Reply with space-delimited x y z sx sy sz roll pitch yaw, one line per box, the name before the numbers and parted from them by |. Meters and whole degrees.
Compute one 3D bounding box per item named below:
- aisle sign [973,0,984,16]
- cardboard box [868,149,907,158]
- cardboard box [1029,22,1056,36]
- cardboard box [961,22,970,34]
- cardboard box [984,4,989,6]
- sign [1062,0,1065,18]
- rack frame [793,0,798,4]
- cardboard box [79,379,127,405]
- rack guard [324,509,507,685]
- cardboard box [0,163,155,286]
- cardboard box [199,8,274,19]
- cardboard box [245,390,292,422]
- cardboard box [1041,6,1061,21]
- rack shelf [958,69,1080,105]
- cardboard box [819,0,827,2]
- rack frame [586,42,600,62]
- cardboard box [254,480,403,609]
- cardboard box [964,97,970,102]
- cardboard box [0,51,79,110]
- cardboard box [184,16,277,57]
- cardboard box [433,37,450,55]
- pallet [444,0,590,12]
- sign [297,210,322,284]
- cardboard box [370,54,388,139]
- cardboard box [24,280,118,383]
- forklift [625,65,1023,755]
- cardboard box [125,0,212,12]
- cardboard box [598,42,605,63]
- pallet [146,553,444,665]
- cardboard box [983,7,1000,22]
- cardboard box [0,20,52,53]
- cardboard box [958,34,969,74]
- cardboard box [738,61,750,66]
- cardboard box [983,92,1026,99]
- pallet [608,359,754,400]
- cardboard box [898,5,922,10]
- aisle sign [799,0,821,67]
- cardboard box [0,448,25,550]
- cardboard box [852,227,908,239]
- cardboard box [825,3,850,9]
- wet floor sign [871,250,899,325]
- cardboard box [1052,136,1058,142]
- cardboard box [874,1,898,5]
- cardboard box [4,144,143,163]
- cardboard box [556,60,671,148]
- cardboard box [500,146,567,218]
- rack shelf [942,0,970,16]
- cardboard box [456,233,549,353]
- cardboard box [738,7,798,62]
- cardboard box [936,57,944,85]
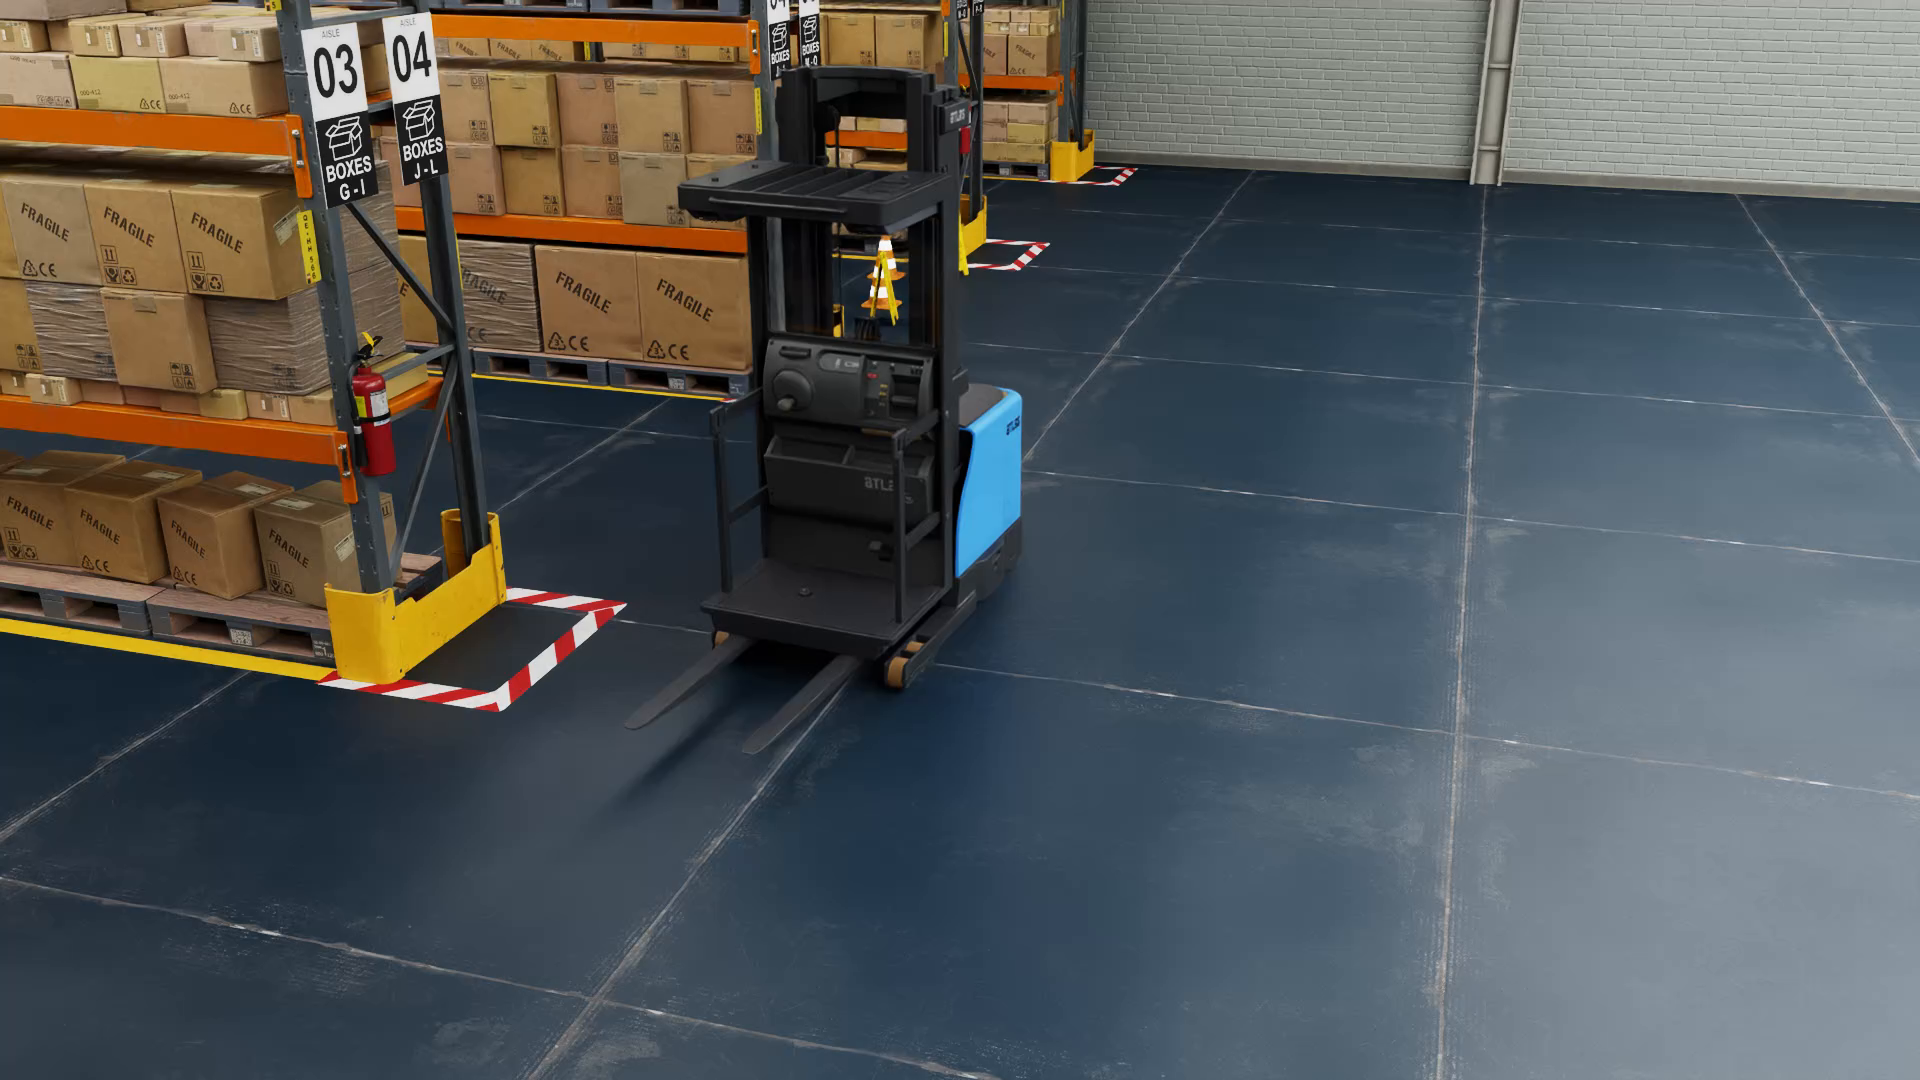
aisle sign | 0.191 -5.776 16.974 0.004 0.787 0.394 7 23 16
cardboard box | -0.673 -3.928 17.975 0.500 0.500 0.500 6 23 14
cardboard box | 1.060 -6.554 21.309 0.250 0.149 0.380 7 23 16
cardboard box | 0.073 -6.665 21.581 0.250 0.149 0.380 6 23 14
cardboard box | 0.223 -6.987 21.973 0.250 0.149 0.380 7 23 17
sign | 1.303 -6.721 20.865 0.005 0.325 0.100 7 23 16
rack frame | -2.357 -6.710 22.676 0.127 3.000 1.000 7 23 16
cardboard box | -4.354 -0.838 8.692 0.250 0.149 0.380 7 23 16
rack guard | -2.893 0.281 8.926 0.348 0.500 1.175 7 23 16
cardboard box | -4.376 -1.593 8.359 0.500 0.500 0.500 7 23 16
cardboard box | -3.514 -2.531 8.207 0.250 0.149 0.380 6 23 15
cardboard box | -3.392 -0.735 8.440 0.250 0.149 0.380 7 23 16
cardboard box | 1.213 -6.870 21.687 0.250 0.149 0.380 6 23 14
rack shelf | -0.442 -6.158 22.278 4.000 0.370 1.077 7 23 16
cardboard box | -1.964 -7.269 22.659 0.250 0.149 0.380 7 23 16
rack frame | -3.787 -4.906 18.278 0.127 3.000 1.000 7 23 16
cardboard box | -3.413 0.021 9.008 0.500 0.500 0.500 11 25 25
cardboard box | -0.035 -5.699 21.963 0.500 0.250 0.500 7 23 16
cardboard box | -4.322 -2.259 8.070 0.500 0.250 0.500 7 23 17
cardboard box | -3.391 -2.358 7.786 0.250 0.149 0.380 6 23 14
cardboard box | -5.765 -5.421 18.457 0.500 0.500 0.500 6 23 13
pallet | -3.176 -4.215 12.758 1.213 0.211 1.003 7 23 16
sign | -2.999 -1.350 7.665 0.005 0.325 0.100 7 23 16
cardboard box | -4.777 -3.613 13.504 0.550 0.550 0.875 7 23 16
cardboard box | -4.318 -1.203 8.726 0.500 0.500 0.875 7 23 16
forklift | -0.655 -0.779 8.307 1.130 2.935 3.031 9 24 20
cardboard box | -4.163 -2.931 8.328 0.500 0.500 0.500 6 23 15
cardboard box | -4.153 -5.440 18.502 0.500 0.500 0.500 7 23 17
pallet | -3.660 0.313 9.229 1.213 0.211 1.003 7 23 16
cardboard box | 0.349 -6.807 21.534 0.250 0.149 0.380 7 23 16
cardboard box | -4.419 -2.432 7.967 0.250 0.149 0.380 5 23 13
cardboard box | -0.059 -6.393 21.770 0.500 0.500 0.500 6 23 14
cardboard box | -1.992 -4.786 17.462 0.500 0.500 0.500 7 23 16
cardboard box | 0.588 -5.831 22.285 0.500 0.250 0.500 7 23 16
pallet | -2.079 -1.427 13.471 1.213 0.211 1.003 7 23 15
cardboard box | -0.637 -6.918 21.804 0.250 0.149 0.380 7 23 16
aisle sign | -1.136 -3.962 12.551 0.004 0.787 0.394 7 23 16
cardboard box | -5.728 -0.225 9.606 0.500 0.500 0.500 15 27 32
cardboard box | -0.832 -3.383 17.635 0.500 0.250 0.500 6 23 15
cardboard box | -1.614 -7.031 22.079 0.250 0.149 0.380 6 23 15
wet floor sign | -0.691 -2.285 14.990 0.232 0.644 0.267 3 22 6
cardboard box | 1.059 -5.319 22.353 0.500 0.250 0.500 7 23 16
cardboard box | -0.978 -7.162 22.398 0.250 0.149 0.380 6 23 15
cardboard box | -4.704 -1.837 8.955 0.500 0.500 0.500 7 23 16
cardboard box | -2.685 -3.419 13.033 0.550 0.550 0.875 7 23 16
cardboard box | -3.211 -2.954 13.322 0.500 0.550 0.875 7 23 16
rack shelf | -1.872 -5.742 17.311 4.000 0.370 1.077 7 23 16
cardboard box | -3.674 -2.116 13.723 0.875 0.875 0.875 7 23 16
cardboard box | -1.947 -5.273 17.330 0.500 0.500 0.700 6 23 15
cardboard box | -0.331 -4.804 17.506 0.500 0.500 0.500 6 23 15
